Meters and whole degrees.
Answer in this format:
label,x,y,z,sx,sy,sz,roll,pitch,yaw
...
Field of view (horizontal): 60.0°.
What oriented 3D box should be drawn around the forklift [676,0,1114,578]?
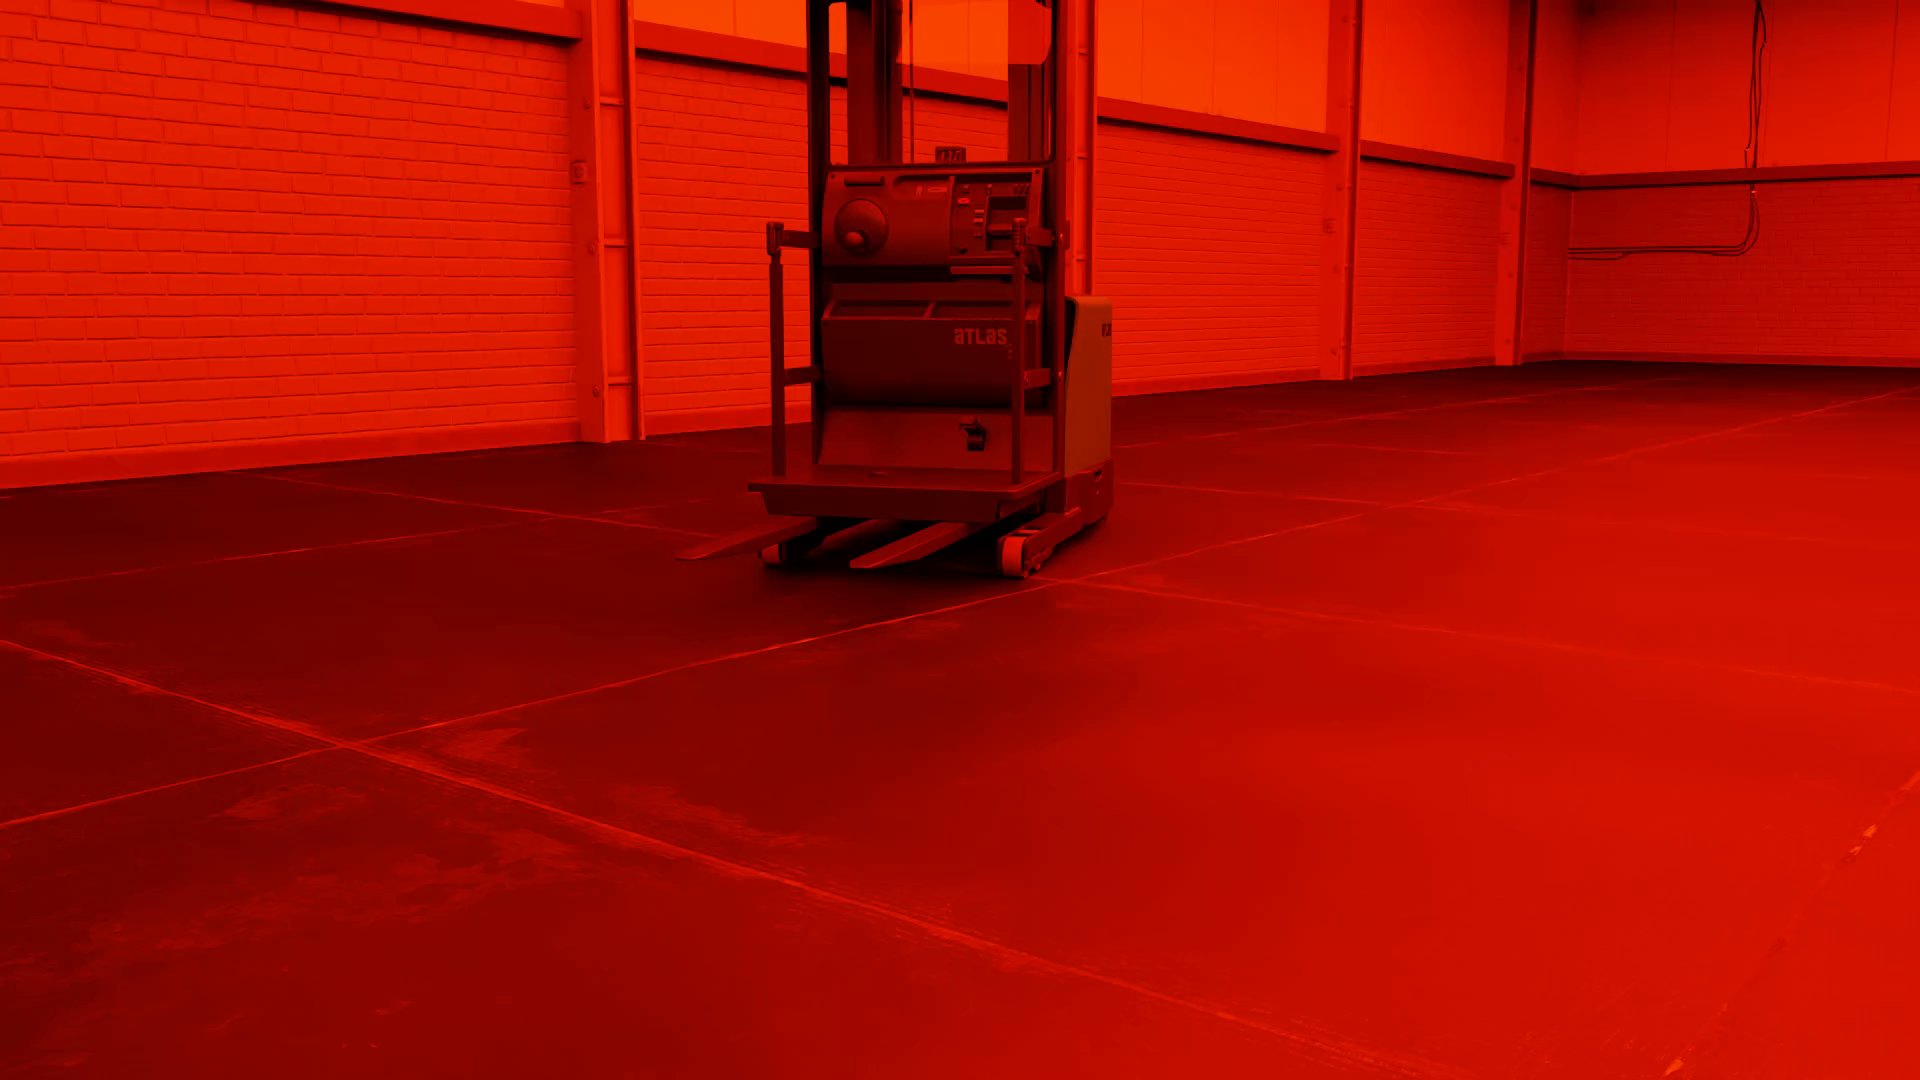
label,x,y,z,sx,sy,sz,roll,pitch,yaw
forklift,-0.176,-1.366,6.616,1.130,2.935,3.031,3,9,17
